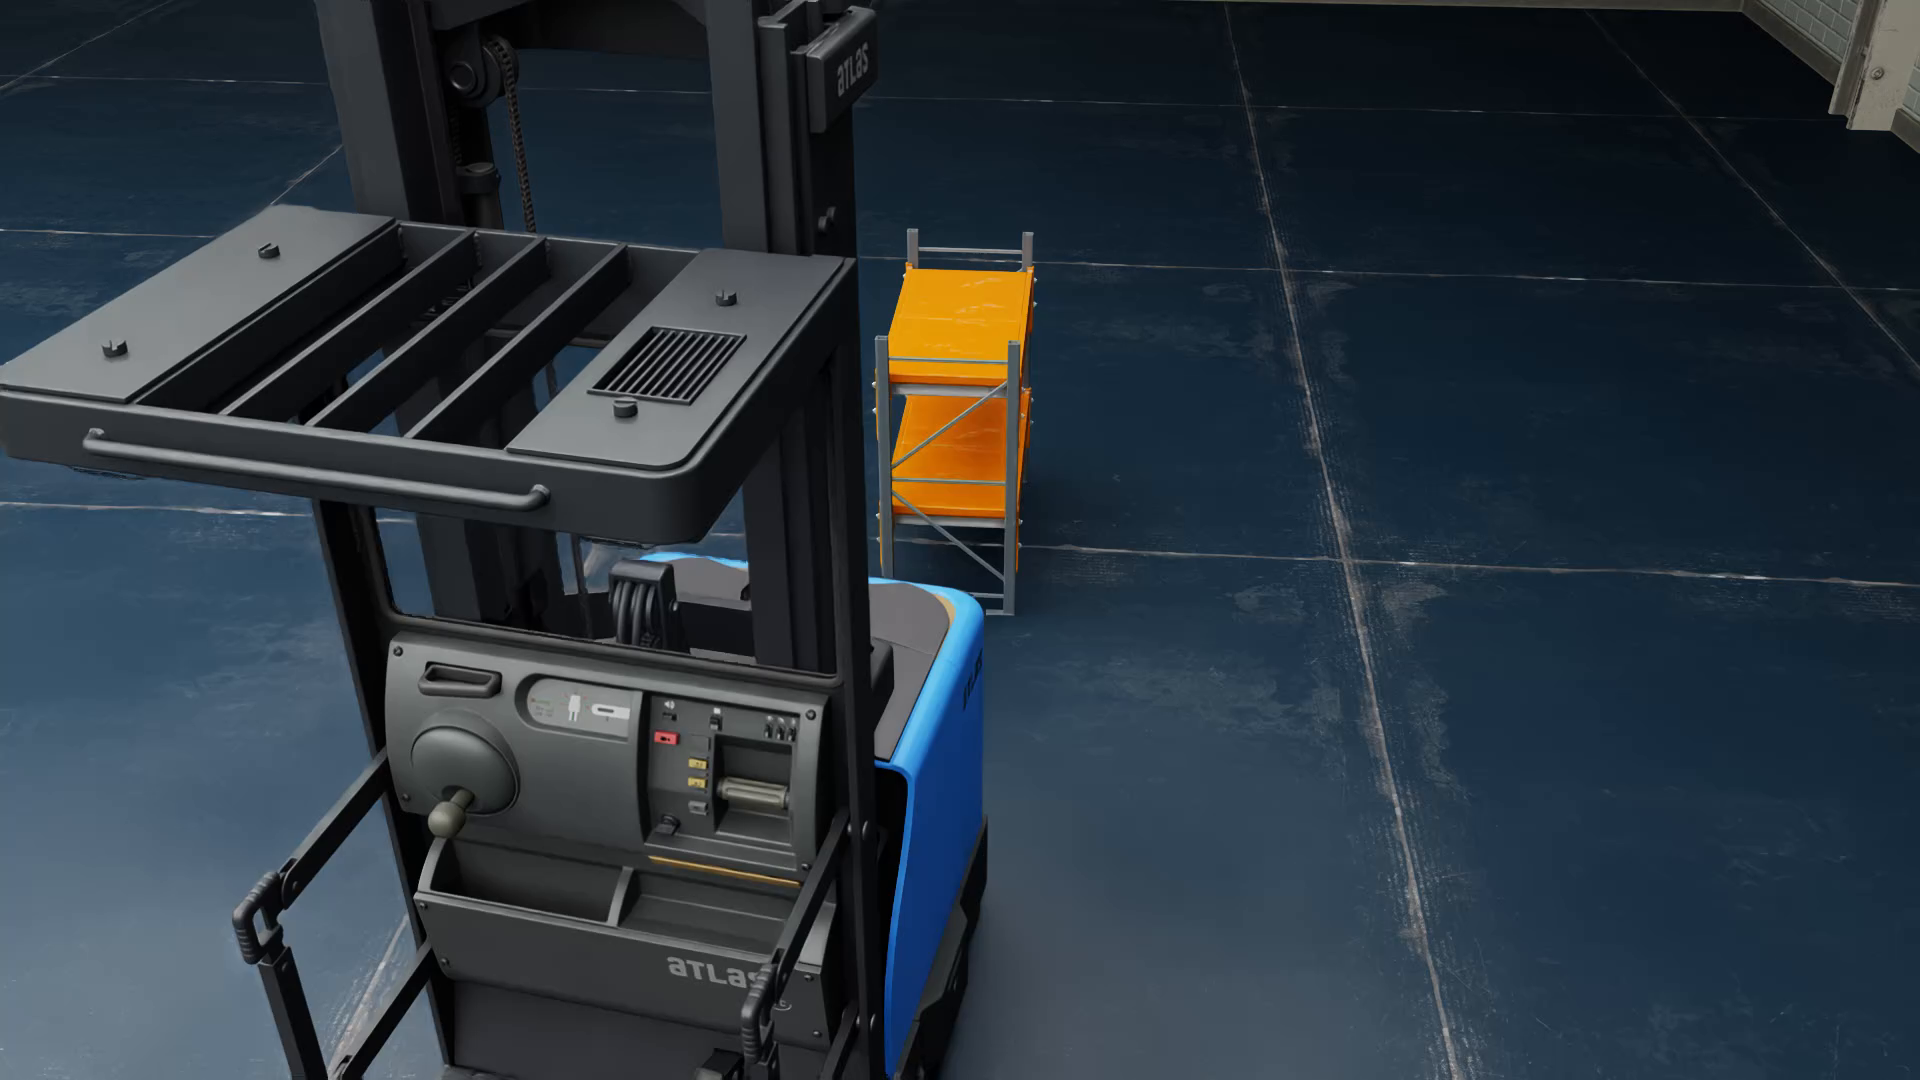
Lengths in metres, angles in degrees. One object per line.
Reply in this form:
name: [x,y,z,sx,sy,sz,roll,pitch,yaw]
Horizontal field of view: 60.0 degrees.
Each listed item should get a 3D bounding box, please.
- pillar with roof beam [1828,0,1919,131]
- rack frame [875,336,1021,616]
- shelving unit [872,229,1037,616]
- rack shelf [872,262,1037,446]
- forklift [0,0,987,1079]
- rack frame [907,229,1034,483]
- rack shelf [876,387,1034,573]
pillar with roof beam: [1.897,-6.892,9.357,9.100,9.000,0.400,2,32,4]
rack frame: [-0.042,-0.210,6.018,0.500,1.125,0.032,2,32,4]
shelving unit: [-0.001,-0.475,6.449,0.538,1.125,1.048,2,32,4]
rack shelf: [-0.001,-0.725,6.296,0.538,0.278,1.000,2,32,4]
forklift: [-0.770,0.493,3.157,1.130,2.935,3.031,7,32,12]
rack frame: [0.041,-0.741,6.880,0.500,1.125,0.032,2,32,4]
rack shelf: [-0.001,-0.267,6.577,0.538,0.278,1.000,2,32,4]
